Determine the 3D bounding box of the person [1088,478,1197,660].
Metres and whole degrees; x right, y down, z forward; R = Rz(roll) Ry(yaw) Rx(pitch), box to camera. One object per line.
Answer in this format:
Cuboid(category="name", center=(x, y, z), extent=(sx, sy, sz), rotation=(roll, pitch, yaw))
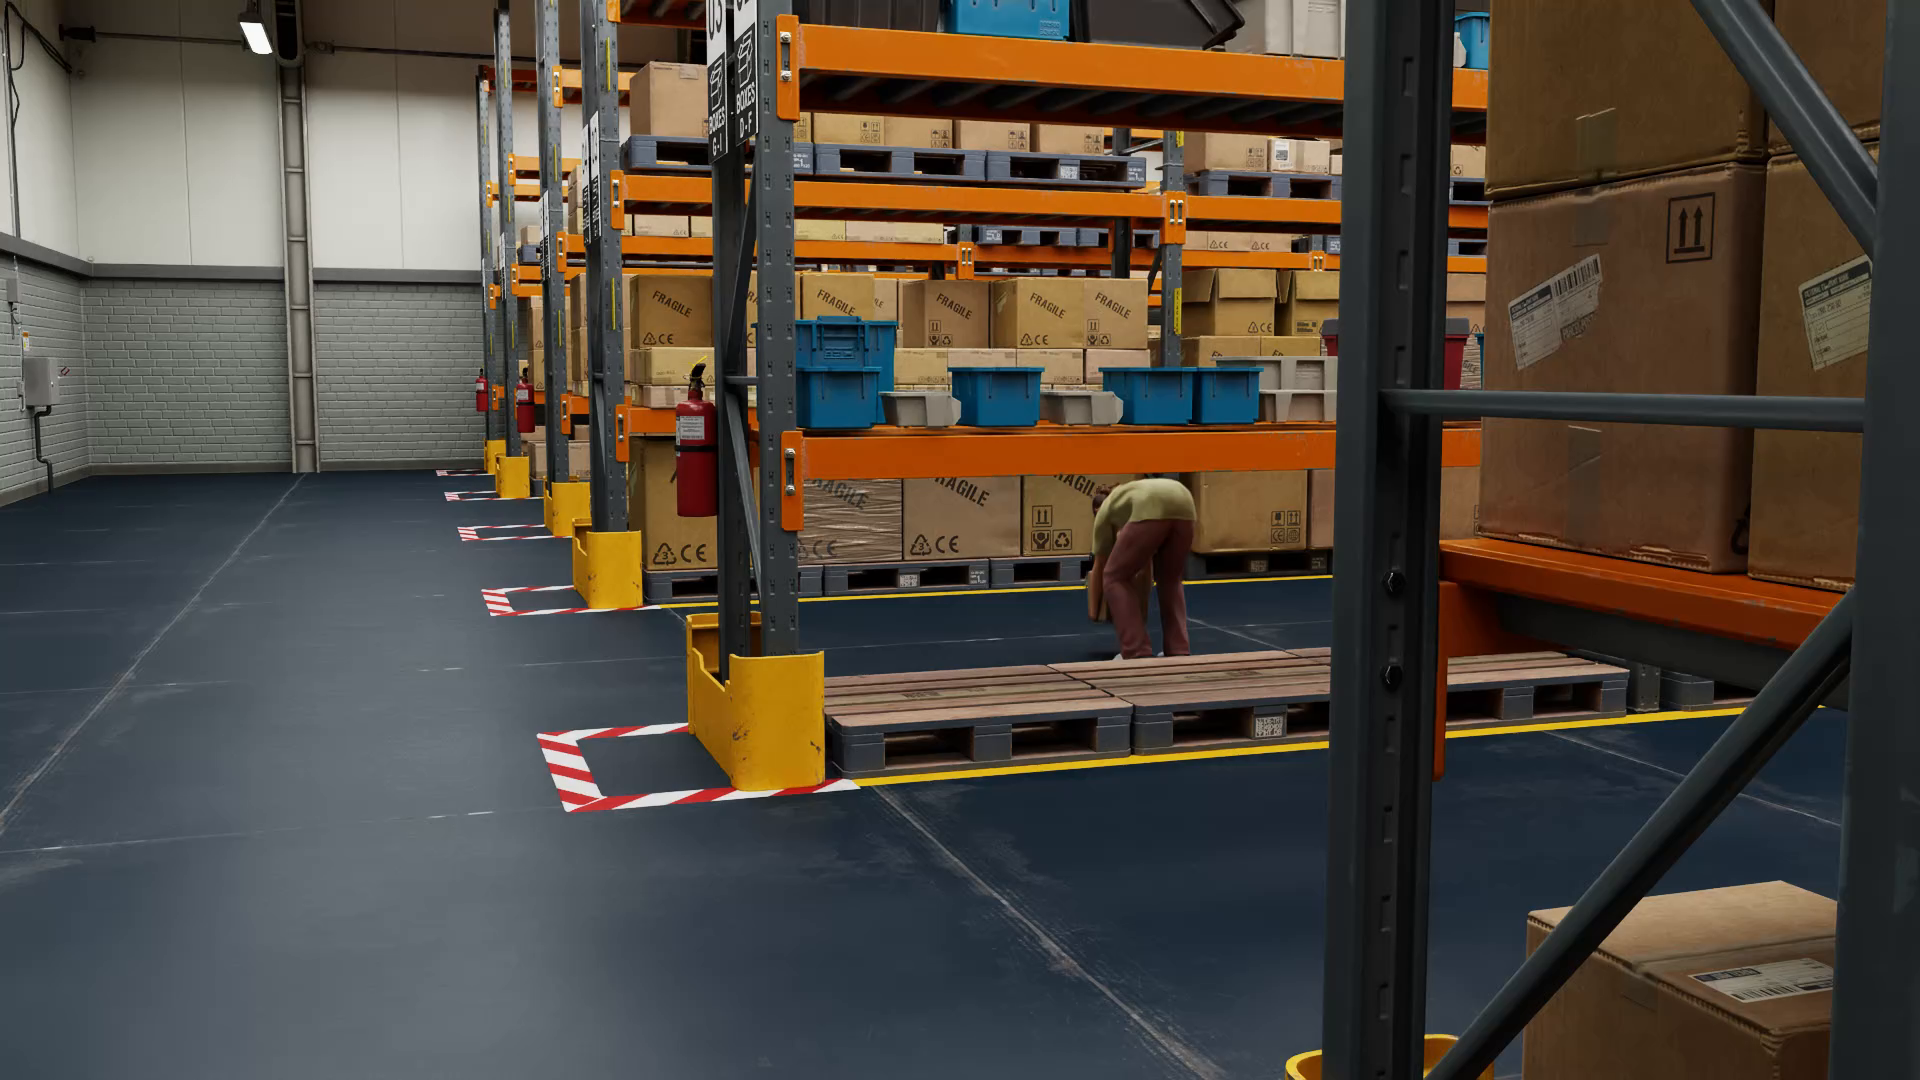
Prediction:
Cuboid(category="person", center=(0.932, 0.183, 8.821), extent=(0.446, 0.947, 0.866), rotation=(-2, 6, -21))
